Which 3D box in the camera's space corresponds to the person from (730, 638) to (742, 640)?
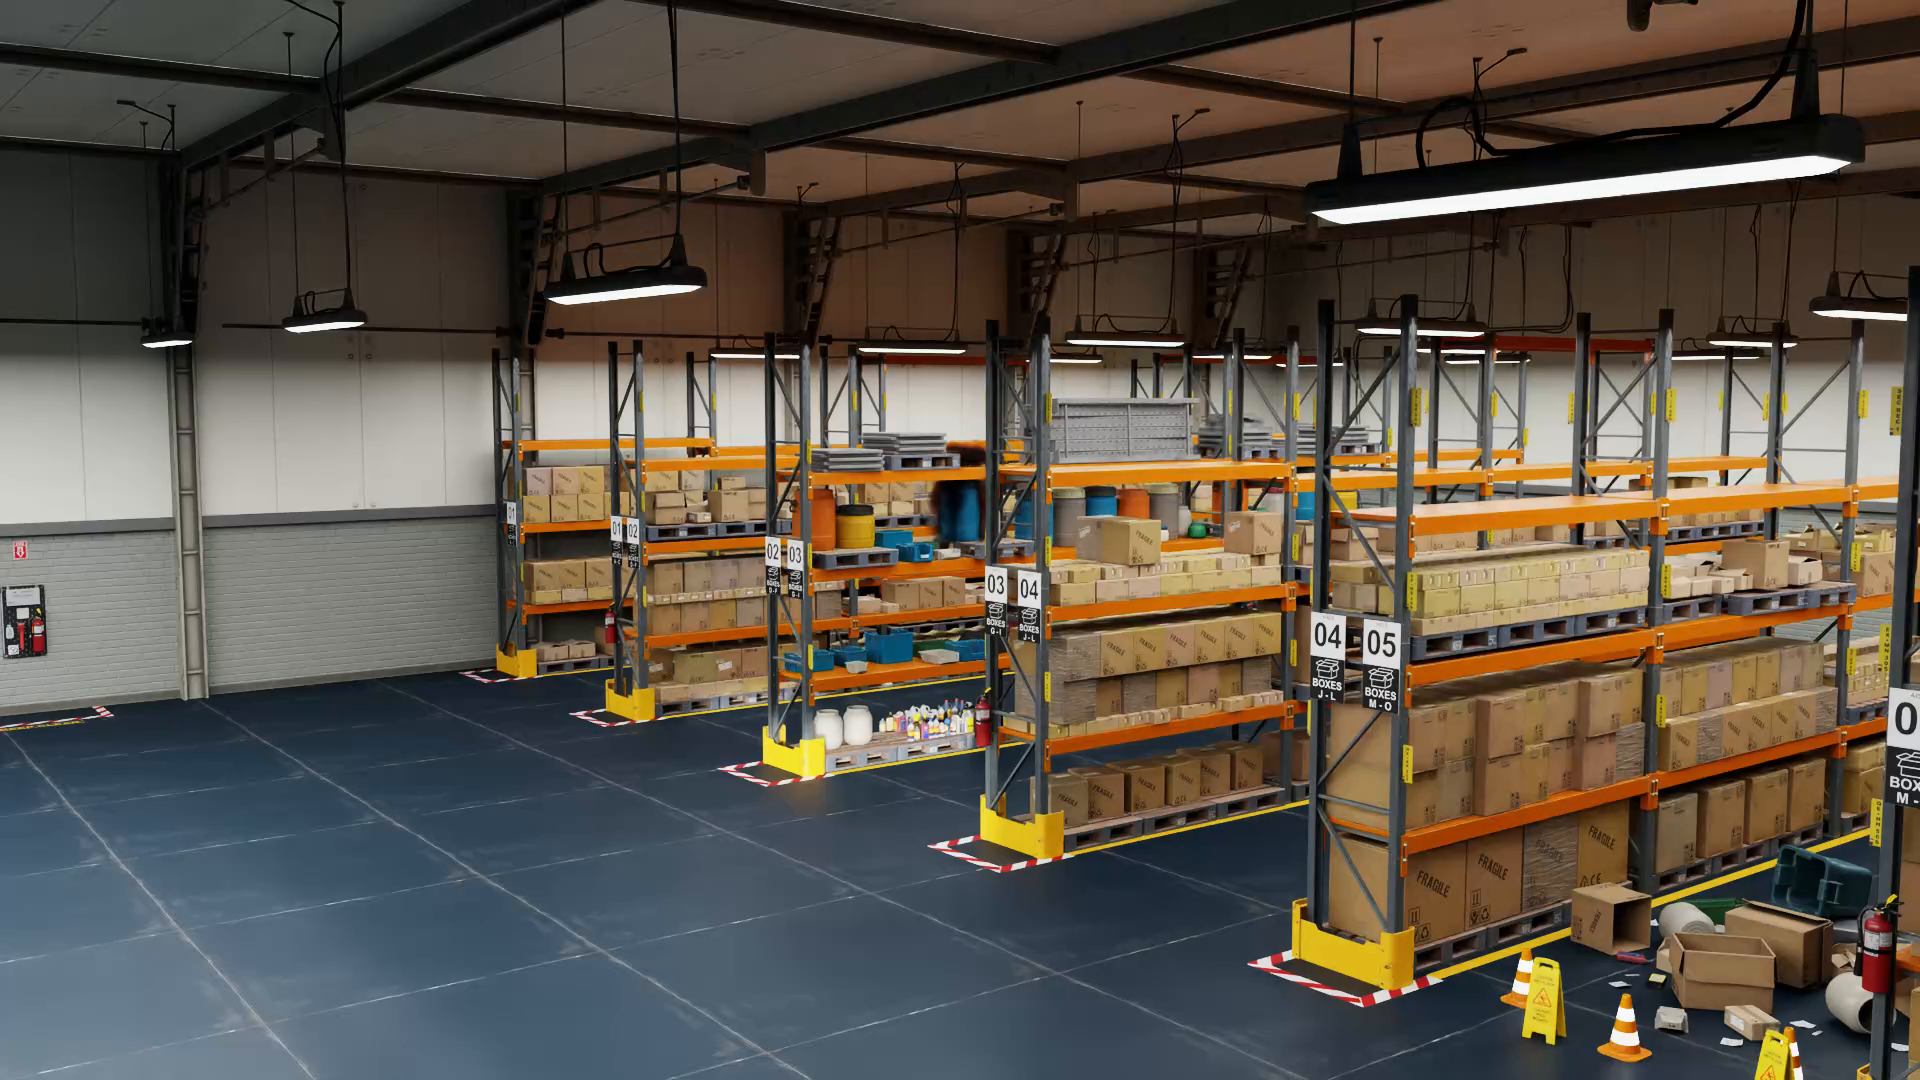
[{"bbox_3d":[-4.171,1.623,31.119,0.587,1.687,0.524,4,6,37],"label":"person"}]
